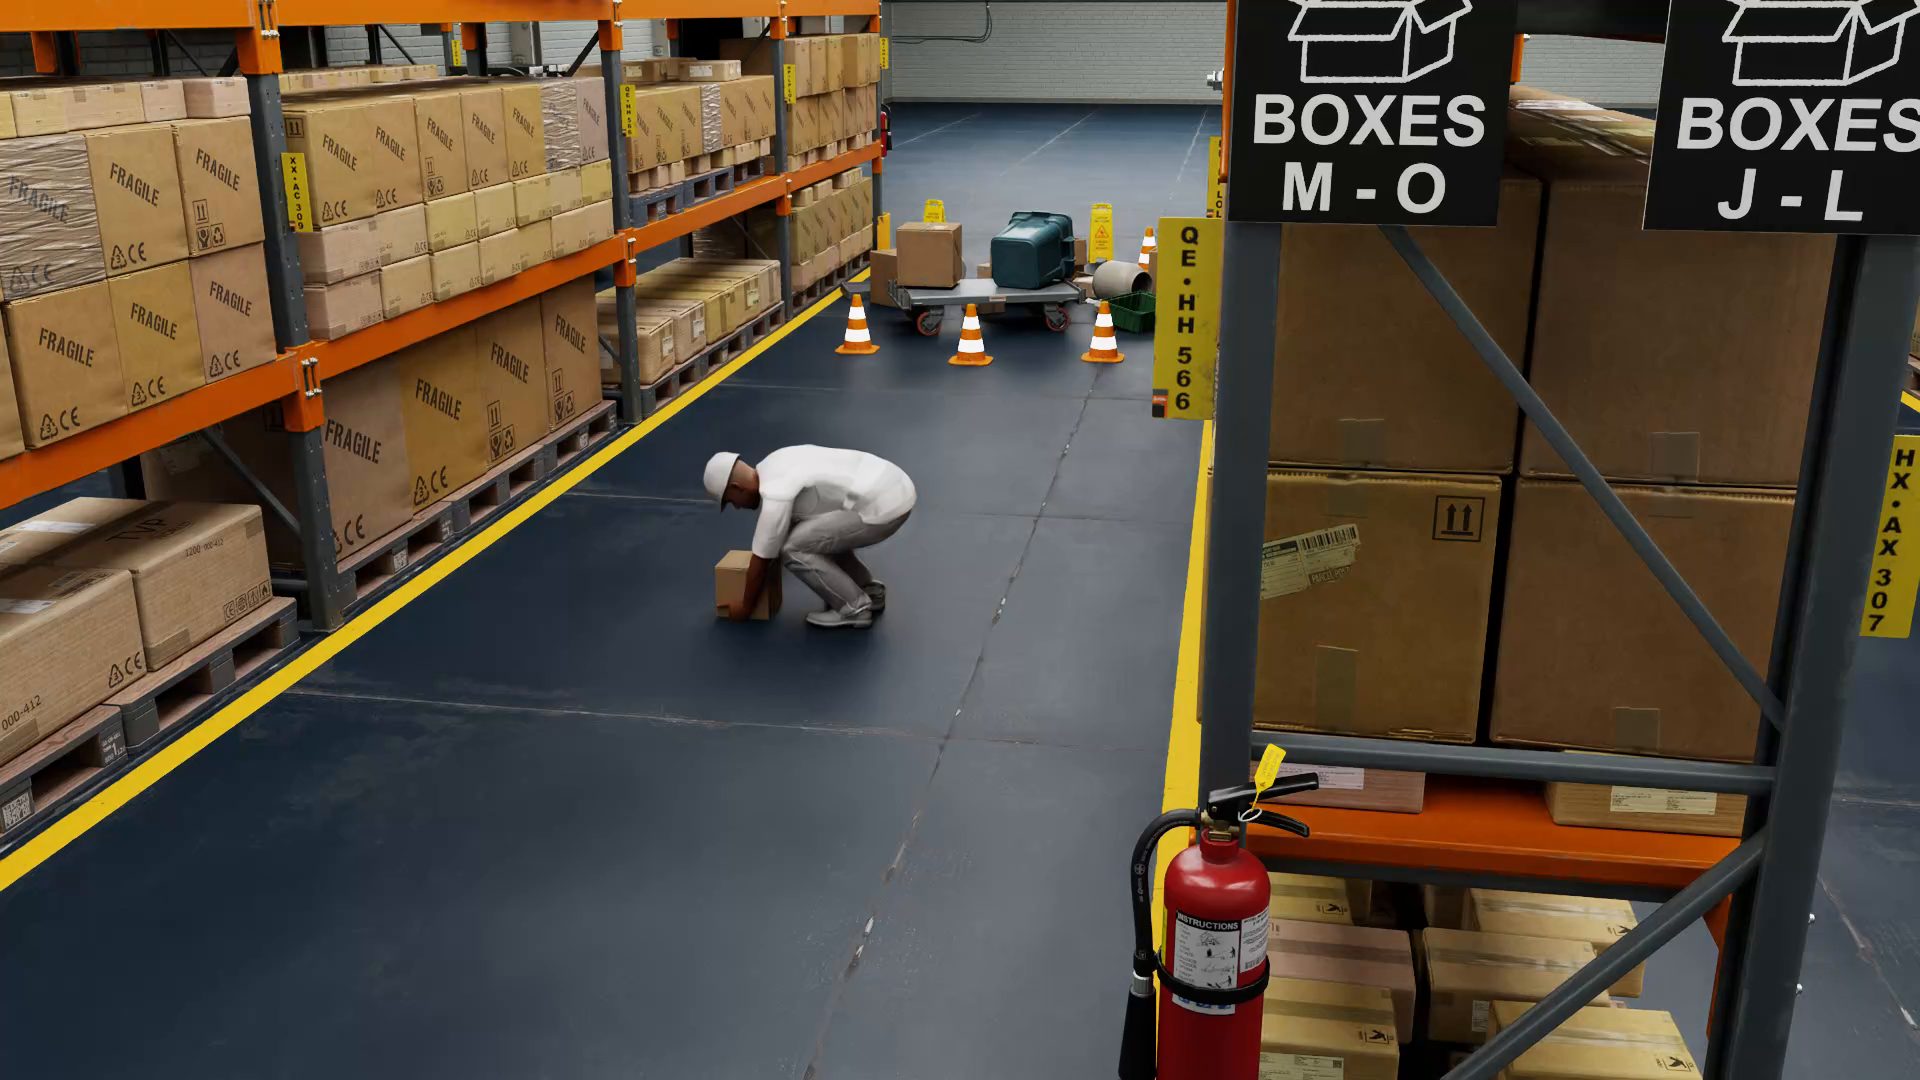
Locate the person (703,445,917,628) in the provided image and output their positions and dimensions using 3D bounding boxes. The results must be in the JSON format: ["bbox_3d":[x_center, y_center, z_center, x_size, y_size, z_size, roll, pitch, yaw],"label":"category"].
[{"bbox_3d":[-0.694,-0.021,7.689,0.974,0.822,0.519,2,18,7],"label":"person"}]
